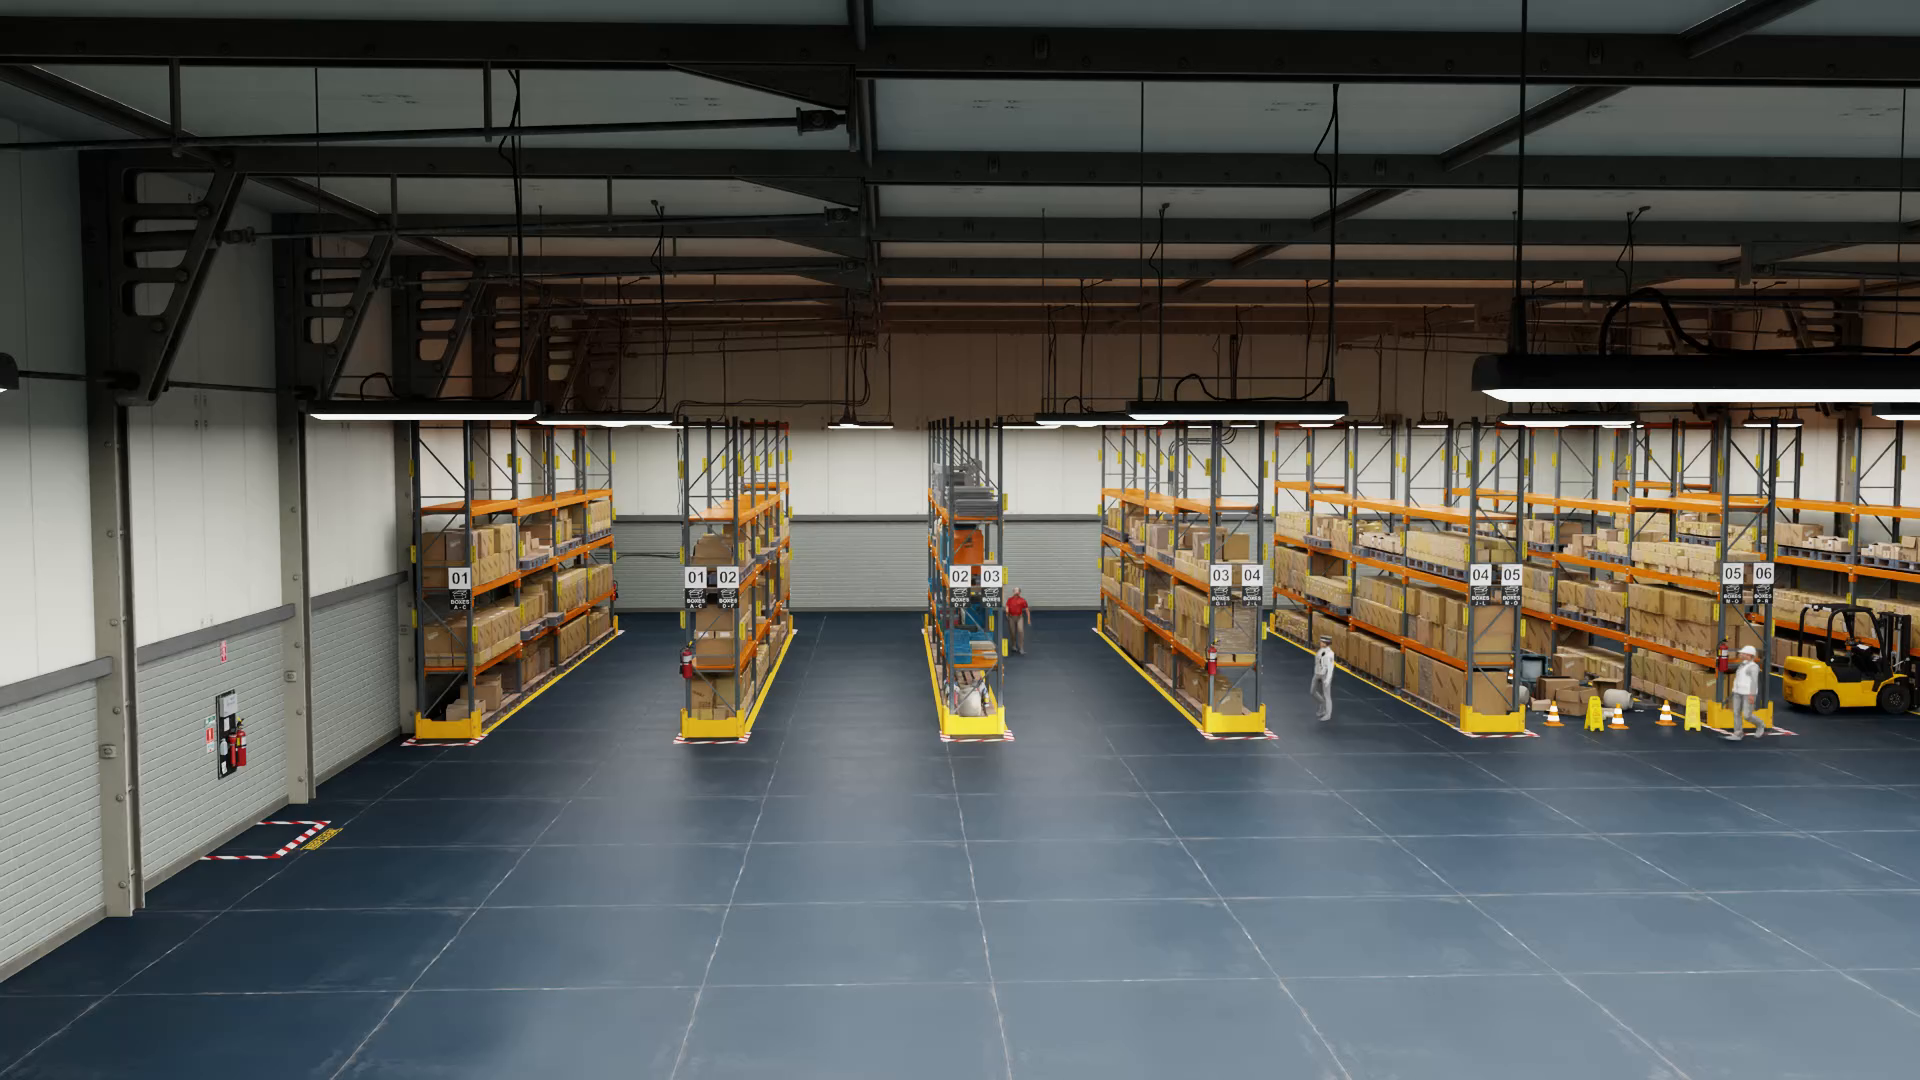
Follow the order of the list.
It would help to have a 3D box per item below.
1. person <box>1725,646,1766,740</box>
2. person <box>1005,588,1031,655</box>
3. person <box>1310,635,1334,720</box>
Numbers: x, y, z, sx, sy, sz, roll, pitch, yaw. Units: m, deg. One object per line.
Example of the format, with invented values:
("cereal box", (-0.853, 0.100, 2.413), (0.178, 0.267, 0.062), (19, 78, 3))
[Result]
("person", (14.602, 2.801, 30.731), (0.574, 1.708, 0.531), (-2, 4, -23))
("person", (1.501, 2.082, 43.008), (0.685, 1.679, 0.841), (0, 4, -6))
("person", (7.238, 2.724, 33.100), (0.439, 1.672, 0.571), (-2, 4, -28))
